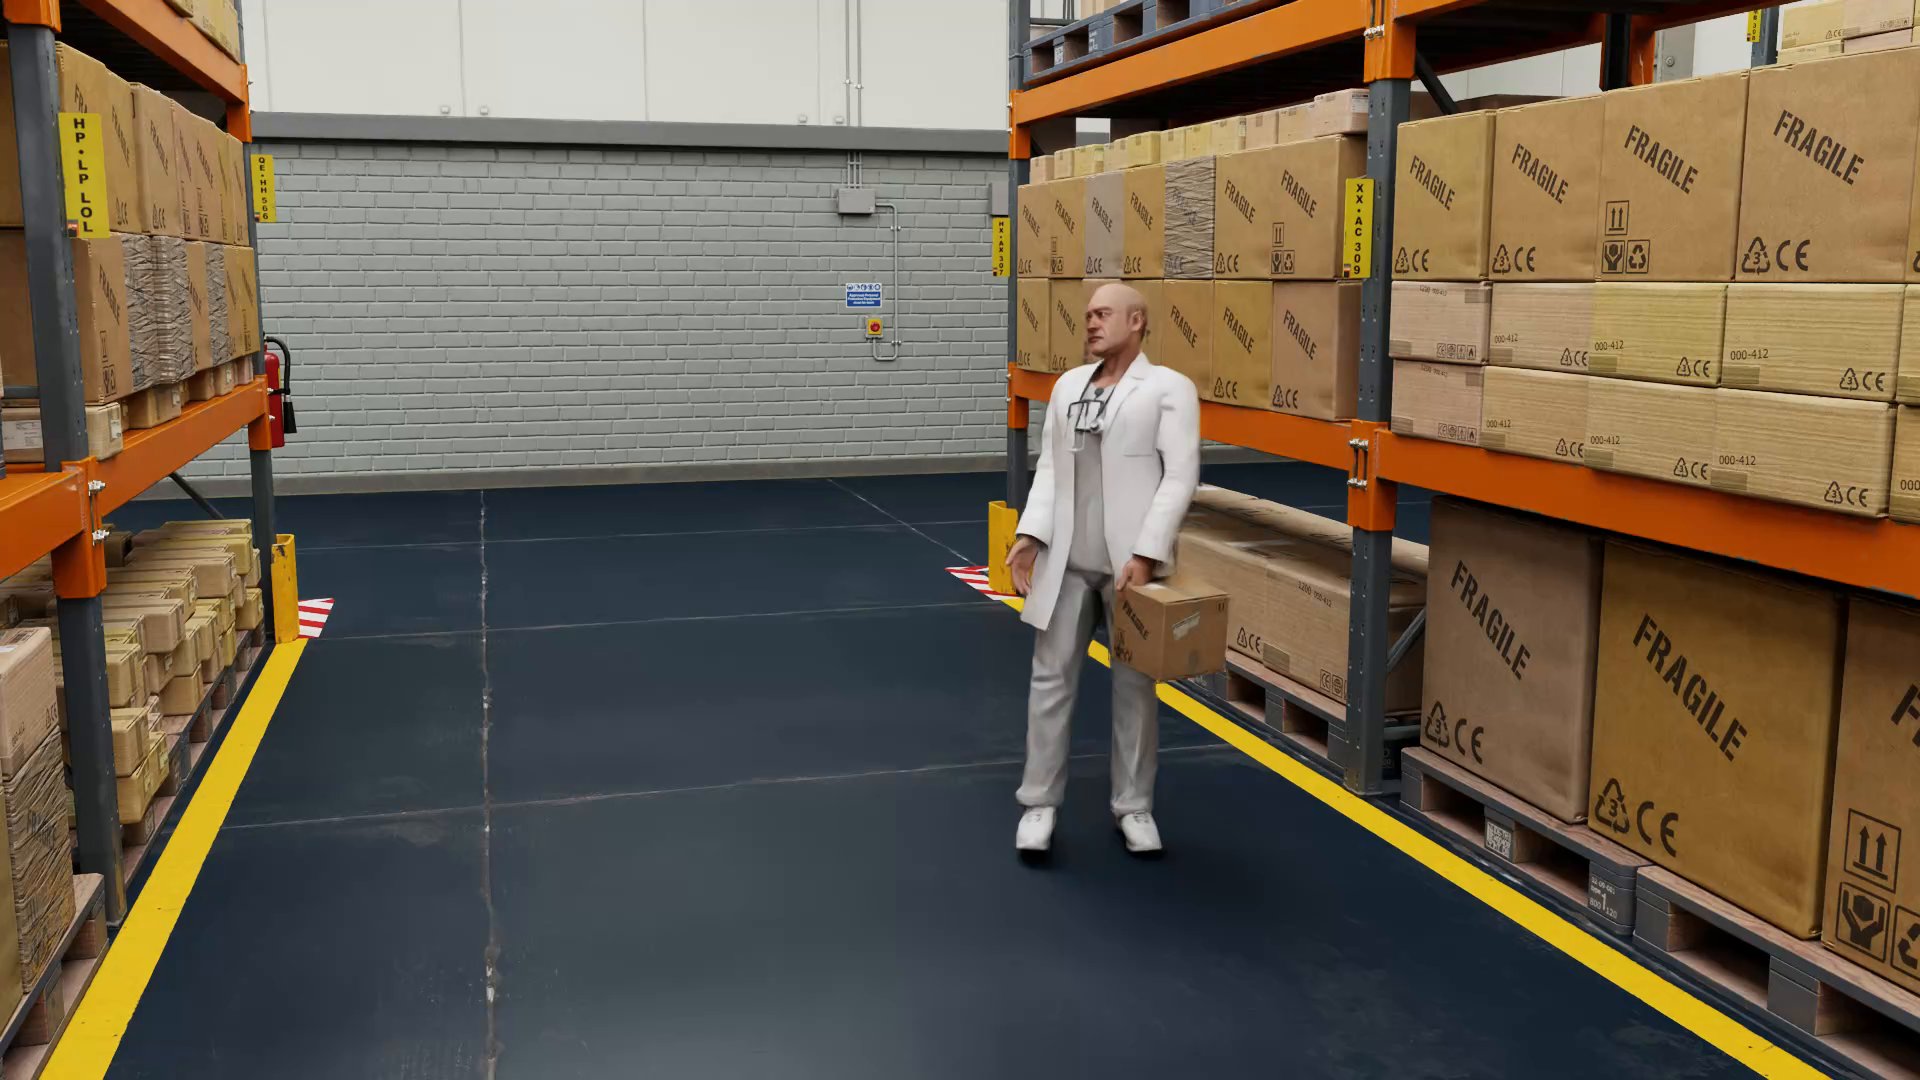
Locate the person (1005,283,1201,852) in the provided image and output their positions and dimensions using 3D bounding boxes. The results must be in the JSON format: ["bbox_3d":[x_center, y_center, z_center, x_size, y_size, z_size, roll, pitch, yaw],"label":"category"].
[{"bbox_3d":[0.438,0.135,5.234,0.580,1.701,0.579,5,10,29],"label":"person"}]
